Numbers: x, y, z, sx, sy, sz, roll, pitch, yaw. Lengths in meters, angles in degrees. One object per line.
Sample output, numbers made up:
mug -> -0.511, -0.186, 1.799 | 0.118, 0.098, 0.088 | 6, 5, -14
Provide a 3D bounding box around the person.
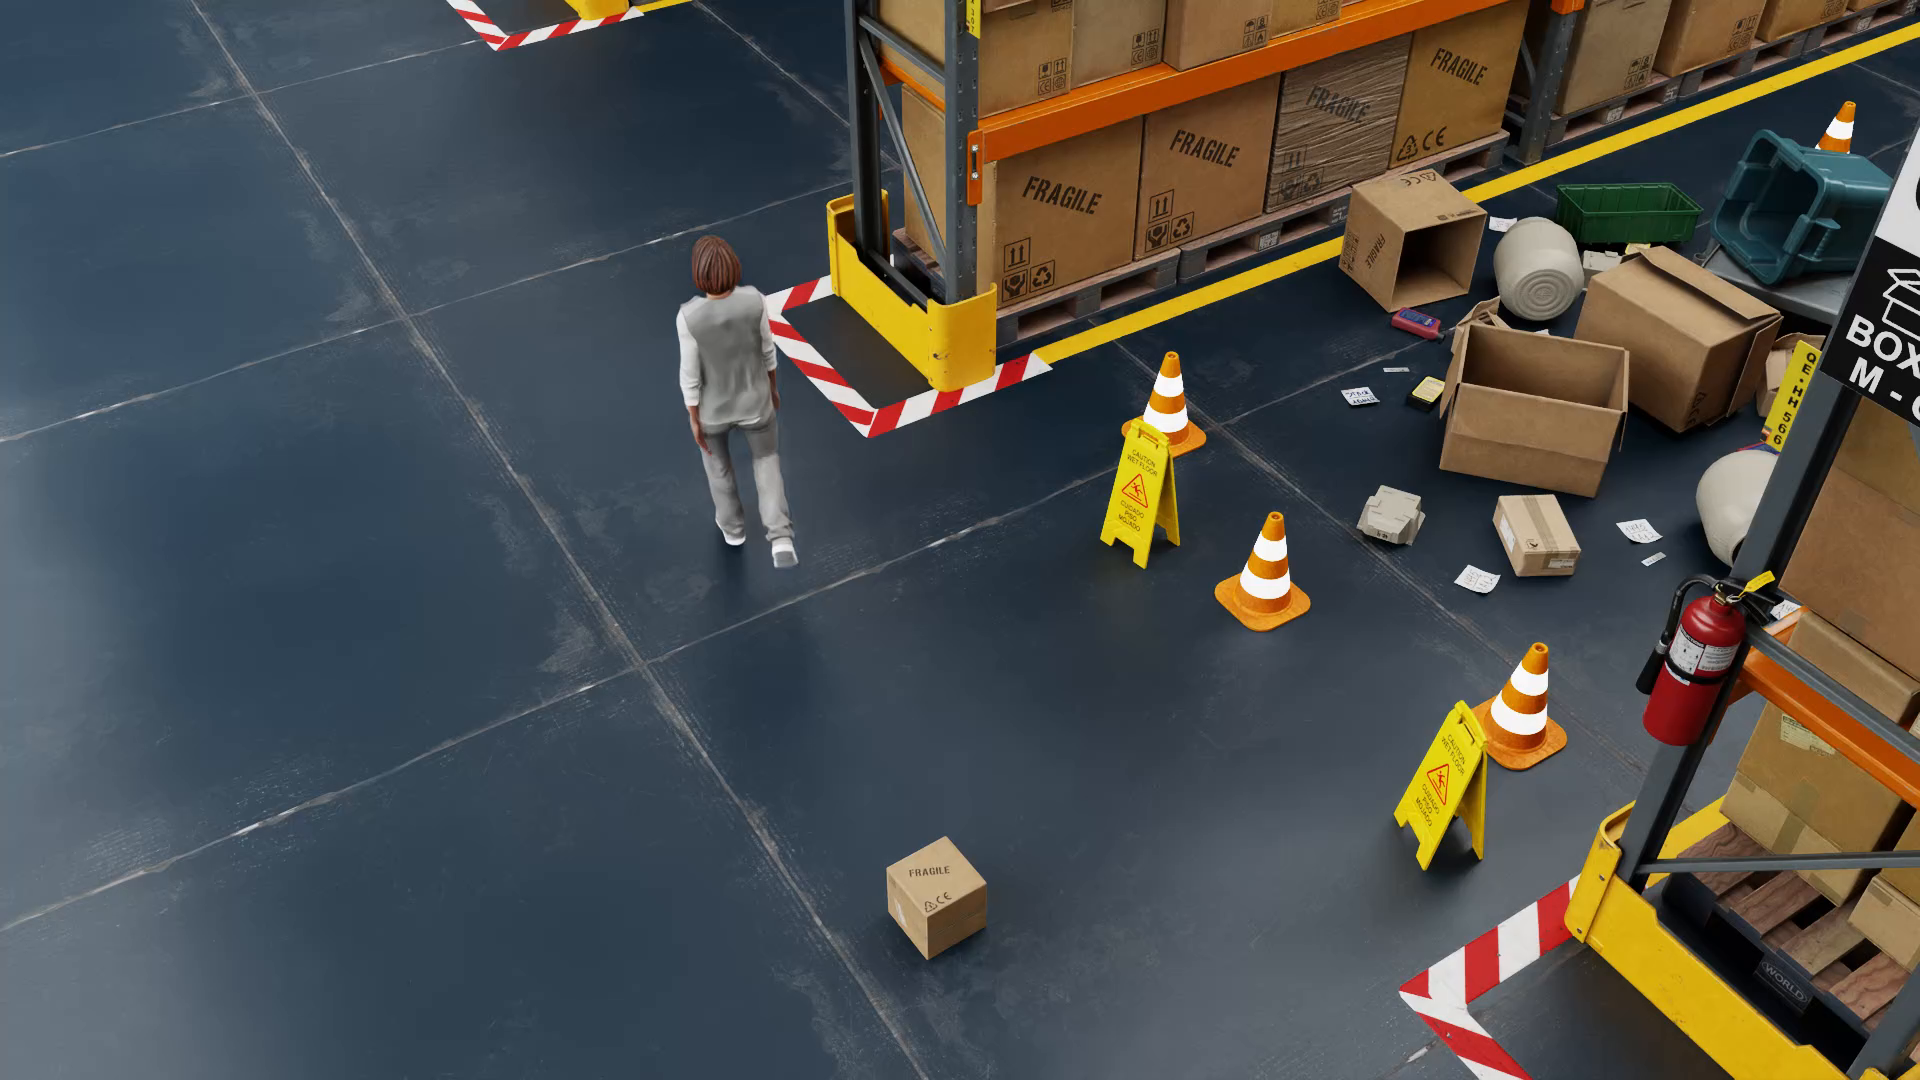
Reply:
person -> -0.910, -0.522, 6.733 | 0.415, 1.572, 0.683 | -13, 43, -15
